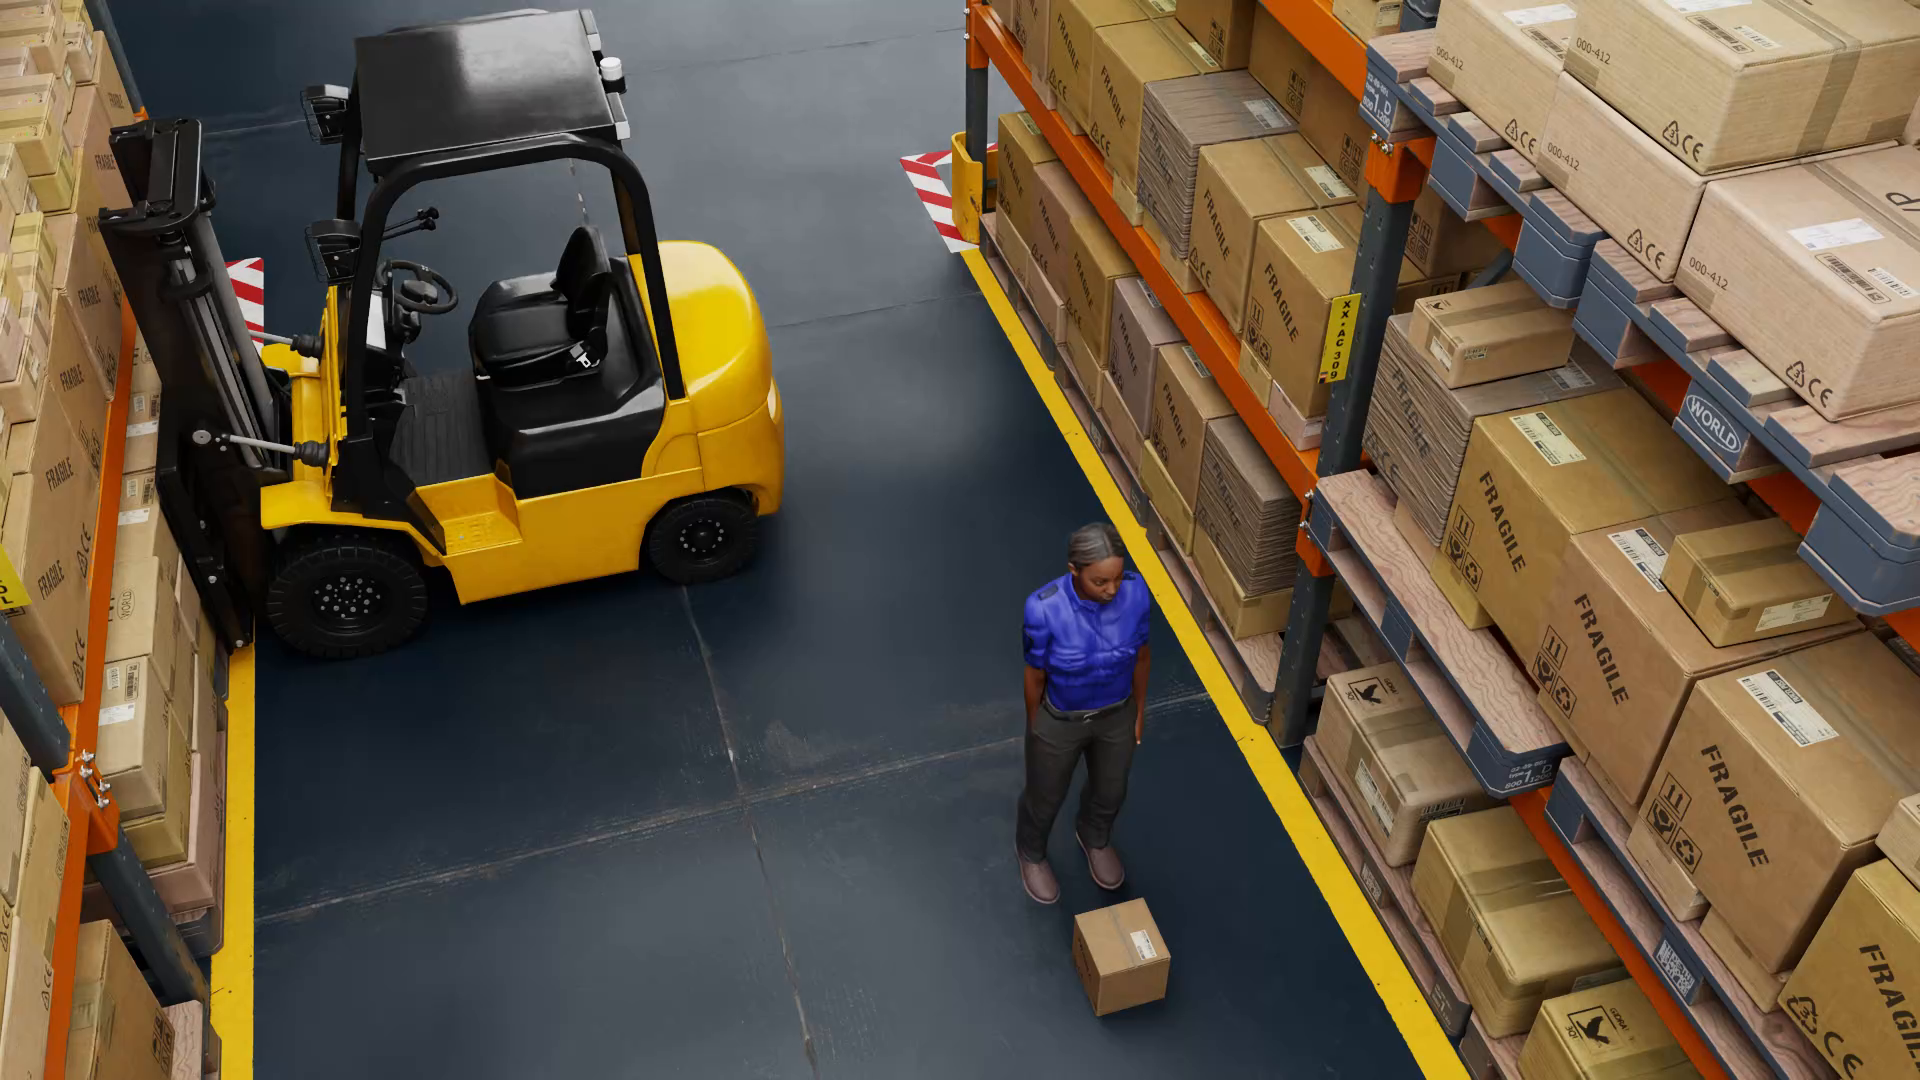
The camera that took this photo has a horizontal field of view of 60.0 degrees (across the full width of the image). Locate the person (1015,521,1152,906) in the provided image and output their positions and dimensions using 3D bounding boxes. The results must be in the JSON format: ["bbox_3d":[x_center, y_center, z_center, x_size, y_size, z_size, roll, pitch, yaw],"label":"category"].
[{"bbox_3d":[0.418,0.585,5.534,0.437,1.663,0.304,-11,44,-12],"label":"person"}]
